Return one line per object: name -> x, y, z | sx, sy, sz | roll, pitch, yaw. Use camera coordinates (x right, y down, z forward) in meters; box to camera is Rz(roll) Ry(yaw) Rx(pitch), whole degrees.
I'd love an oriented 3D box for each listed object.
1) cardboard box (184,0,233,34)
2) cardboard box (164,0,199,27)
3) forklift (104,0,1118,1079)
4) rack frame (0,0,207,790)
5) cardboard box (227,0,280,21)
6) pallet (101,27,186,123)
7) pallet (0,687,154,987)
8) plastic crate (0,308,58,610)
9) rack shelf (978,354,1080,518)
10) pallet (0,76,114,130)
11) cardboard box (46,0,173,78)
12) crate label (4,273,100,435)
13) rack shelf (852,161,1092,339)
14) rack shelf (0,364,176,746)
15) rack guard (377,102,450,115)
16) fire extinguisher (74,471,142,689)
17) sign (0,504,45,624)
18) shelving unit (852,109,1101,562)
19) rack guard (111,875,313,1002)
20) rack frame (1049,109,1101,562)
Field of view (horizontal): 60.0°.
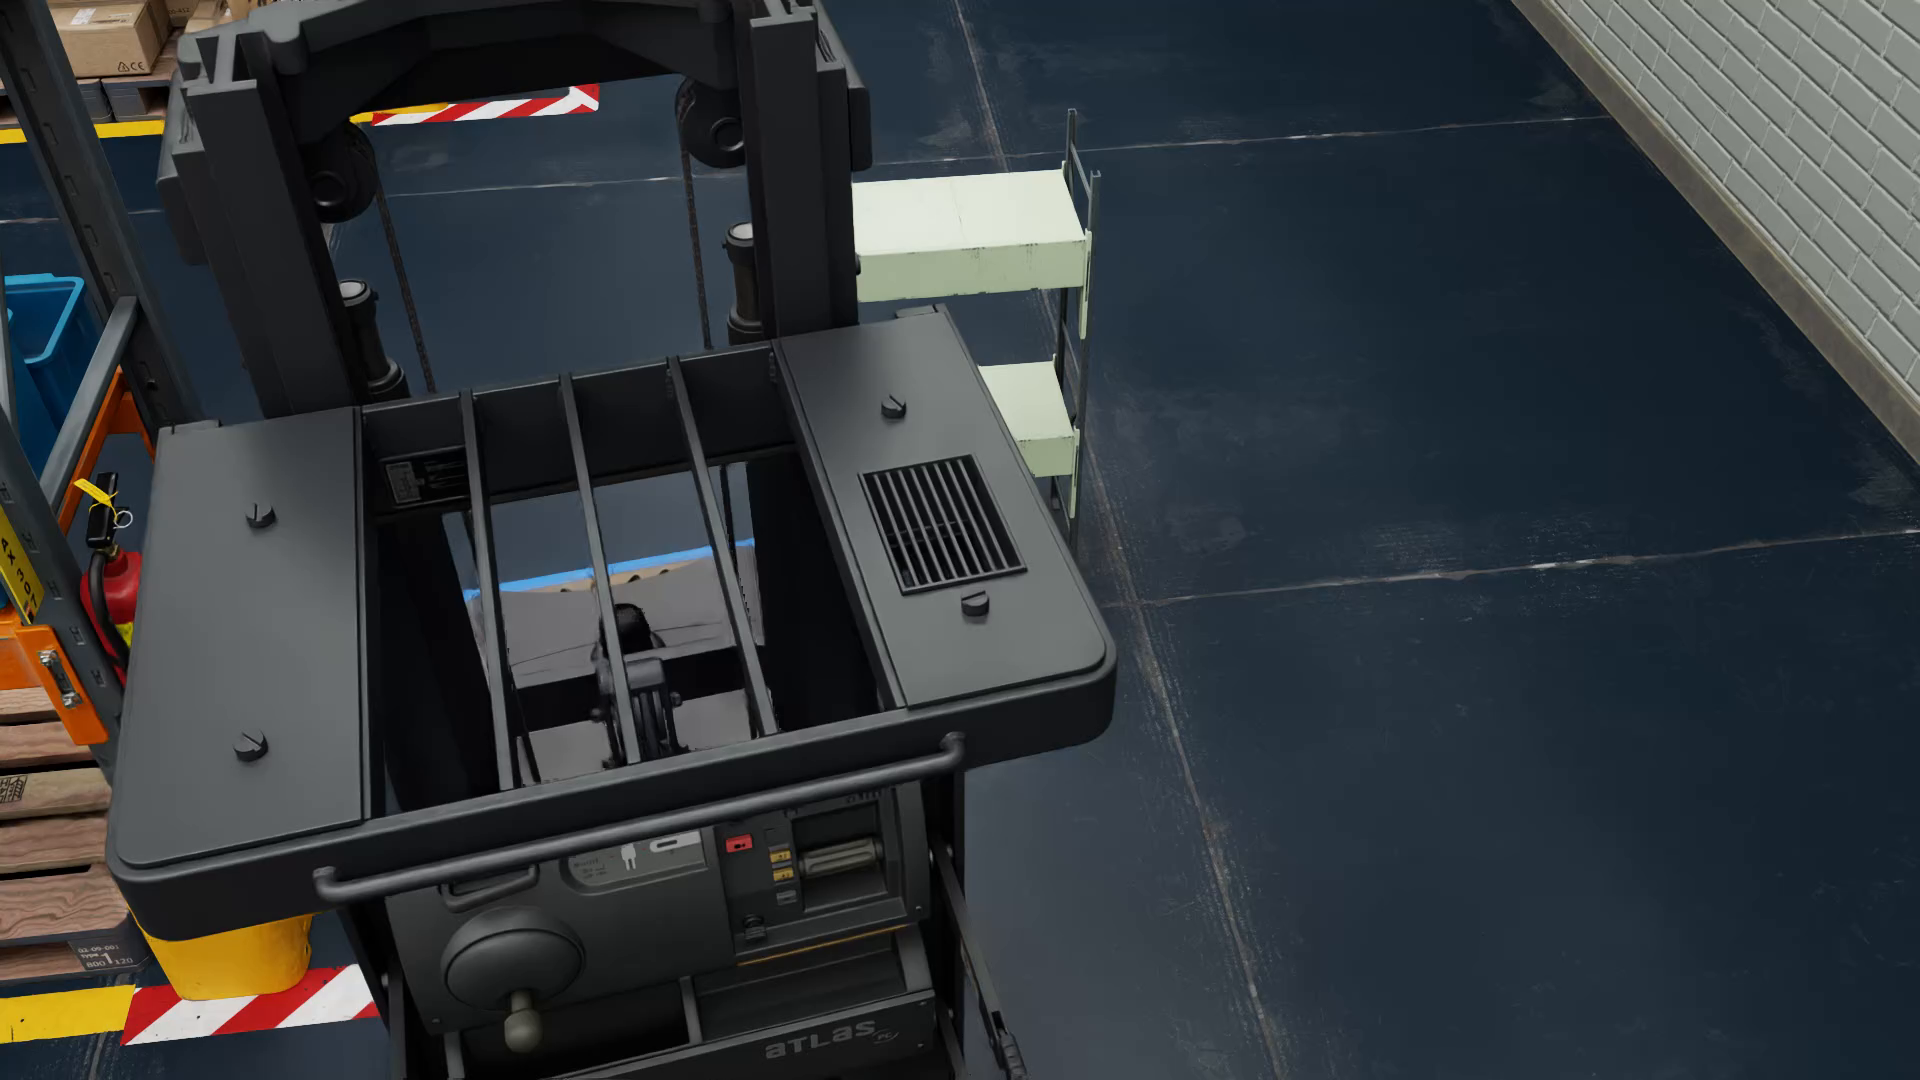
cardboard box -> -3.573, -2.496, 8.065 | 0.250, 0.166, 0.380 | -5, 42, -6
cardboard box -> -3.724, -2.811, 8.352 | 0.500, 0.250, 0.500 | -5, 42, -6
forklift -> -0.456, 0.712, 2.772 | 1.130, 2.935, 3.031 | -11, 43, -12
rack frame -> -2.014, -0.281, 3.822 | 0.127, 3.000, 1.000 | -5, 42, -6
cardboard box -> -3.160, -2.595, 7.926 | 0.500, 0.500, 0.500 | -5, 42, -6
pallet -> -3.518, -2.459, 8.319 | 1.213, 0.211, 1.003 | -5, 42, -6
pallet -> -2.837, 0.800, 4.705 | 1.213, 0.211, 1.003 | -5, 42, -6
plastic crate -> -2.322, -0.163, 3.620 | 0.499, 0.435, 0.616 | -5, 42, -6
rack shelf -> -0.007, -0.314, 5.465 | 0.720, 0.370, 0.431 | -5, 42, -6
pallet -> -4.726, -2.355, 8.204 | 1.213, 0.211, 1.003 | -5, 42, -6
cardboard box -> -4.106, -2.440, 7.940 | 0.500, 0.250, 0.500 | -5, 42, -6
crate label -> -2.302, -0.438, 4.077 | 0.303, 0.233, 0.416 | -5, 42, -6
rack shelf -> -0.007, -0.846, 4.986 | 0.720, 0.370, 0.431 | -5, 42, -6
rack shelf -> -3.997, 0.160, 3.870 | 4.000, 0.370, 1.077 | -5, 42, -6
rack guard -> -2.728, -2.636, 8.299 | 0.348, 0.500, 1.175 | -5, 42, -6
fire extinguisher -> -1.806, 0.175, 3.653 | 0.183, 0.674, 0.296 | -5, 42, -6
sign -> -1.927, 0.022, 3.364 | 0.005, 0.325, 0.100 | -5, 42, -6
shelving unit -> -0.007, -0.556, 5.247 | 0.755, 1.500, 0.431 | -5, 42, -6
rack guard -> -1.992, 0.636, 4.671 | 0.348, 0.500, 1.175 | -5, 42, -6
rack frame -> 0.356, -0.588, 5.282 | 0.023, 1.500, 0.400 | -5, 42, -6
